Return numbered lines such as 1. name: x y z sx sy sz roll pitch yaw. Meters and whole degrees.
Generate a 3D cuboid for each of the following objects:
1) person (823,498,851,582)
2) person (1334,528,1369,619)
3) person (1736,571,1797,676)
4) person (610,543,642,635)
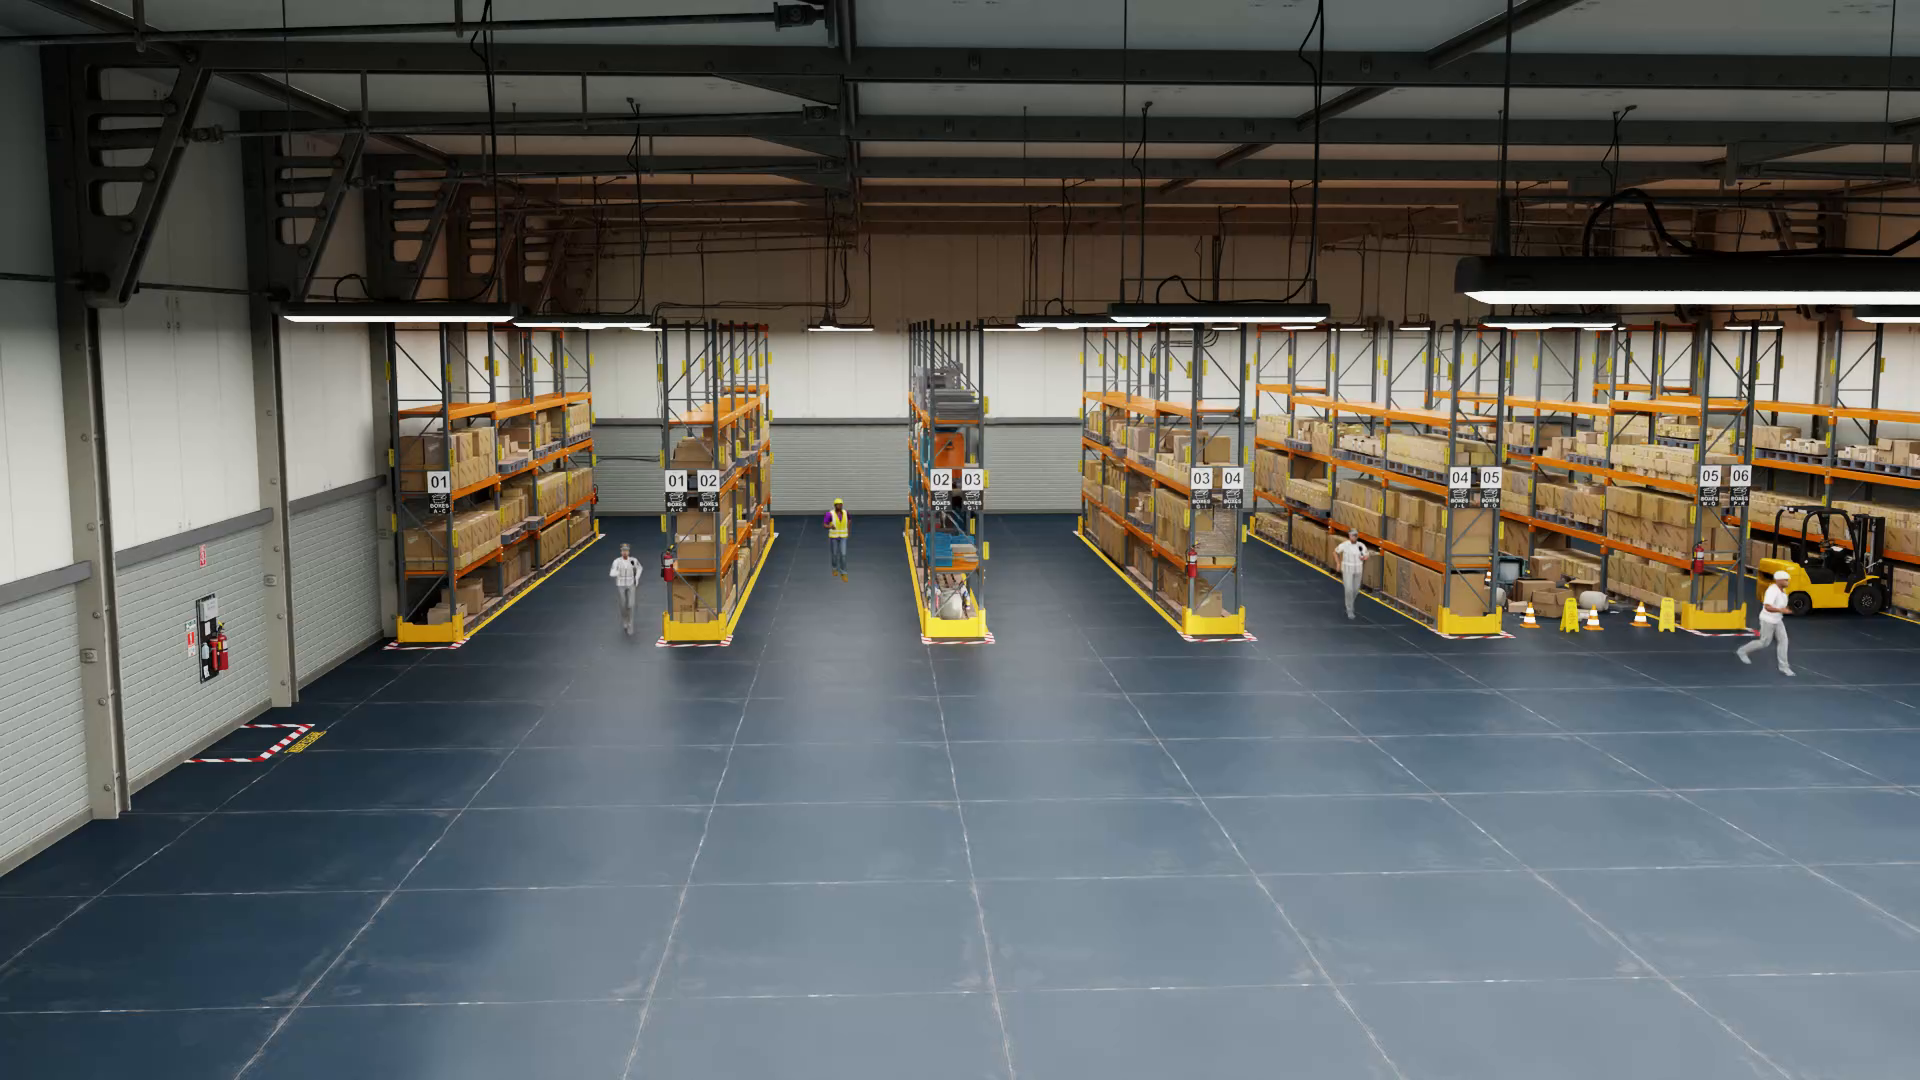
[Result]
1. person: -2.733 -0.016 37.101 0.676 1.843 0.755 -2 7 -13
2. person: 7.981 0.650 33.802 0.653 1.798 0.891 -1 7 -4
3. person: 13.748 1.387 28.255 0.734 1.774 0.998 -7 10 -44
4. person: -6.428 0.923 32.029 0.600 1.742 0.721 -1 7 -8
